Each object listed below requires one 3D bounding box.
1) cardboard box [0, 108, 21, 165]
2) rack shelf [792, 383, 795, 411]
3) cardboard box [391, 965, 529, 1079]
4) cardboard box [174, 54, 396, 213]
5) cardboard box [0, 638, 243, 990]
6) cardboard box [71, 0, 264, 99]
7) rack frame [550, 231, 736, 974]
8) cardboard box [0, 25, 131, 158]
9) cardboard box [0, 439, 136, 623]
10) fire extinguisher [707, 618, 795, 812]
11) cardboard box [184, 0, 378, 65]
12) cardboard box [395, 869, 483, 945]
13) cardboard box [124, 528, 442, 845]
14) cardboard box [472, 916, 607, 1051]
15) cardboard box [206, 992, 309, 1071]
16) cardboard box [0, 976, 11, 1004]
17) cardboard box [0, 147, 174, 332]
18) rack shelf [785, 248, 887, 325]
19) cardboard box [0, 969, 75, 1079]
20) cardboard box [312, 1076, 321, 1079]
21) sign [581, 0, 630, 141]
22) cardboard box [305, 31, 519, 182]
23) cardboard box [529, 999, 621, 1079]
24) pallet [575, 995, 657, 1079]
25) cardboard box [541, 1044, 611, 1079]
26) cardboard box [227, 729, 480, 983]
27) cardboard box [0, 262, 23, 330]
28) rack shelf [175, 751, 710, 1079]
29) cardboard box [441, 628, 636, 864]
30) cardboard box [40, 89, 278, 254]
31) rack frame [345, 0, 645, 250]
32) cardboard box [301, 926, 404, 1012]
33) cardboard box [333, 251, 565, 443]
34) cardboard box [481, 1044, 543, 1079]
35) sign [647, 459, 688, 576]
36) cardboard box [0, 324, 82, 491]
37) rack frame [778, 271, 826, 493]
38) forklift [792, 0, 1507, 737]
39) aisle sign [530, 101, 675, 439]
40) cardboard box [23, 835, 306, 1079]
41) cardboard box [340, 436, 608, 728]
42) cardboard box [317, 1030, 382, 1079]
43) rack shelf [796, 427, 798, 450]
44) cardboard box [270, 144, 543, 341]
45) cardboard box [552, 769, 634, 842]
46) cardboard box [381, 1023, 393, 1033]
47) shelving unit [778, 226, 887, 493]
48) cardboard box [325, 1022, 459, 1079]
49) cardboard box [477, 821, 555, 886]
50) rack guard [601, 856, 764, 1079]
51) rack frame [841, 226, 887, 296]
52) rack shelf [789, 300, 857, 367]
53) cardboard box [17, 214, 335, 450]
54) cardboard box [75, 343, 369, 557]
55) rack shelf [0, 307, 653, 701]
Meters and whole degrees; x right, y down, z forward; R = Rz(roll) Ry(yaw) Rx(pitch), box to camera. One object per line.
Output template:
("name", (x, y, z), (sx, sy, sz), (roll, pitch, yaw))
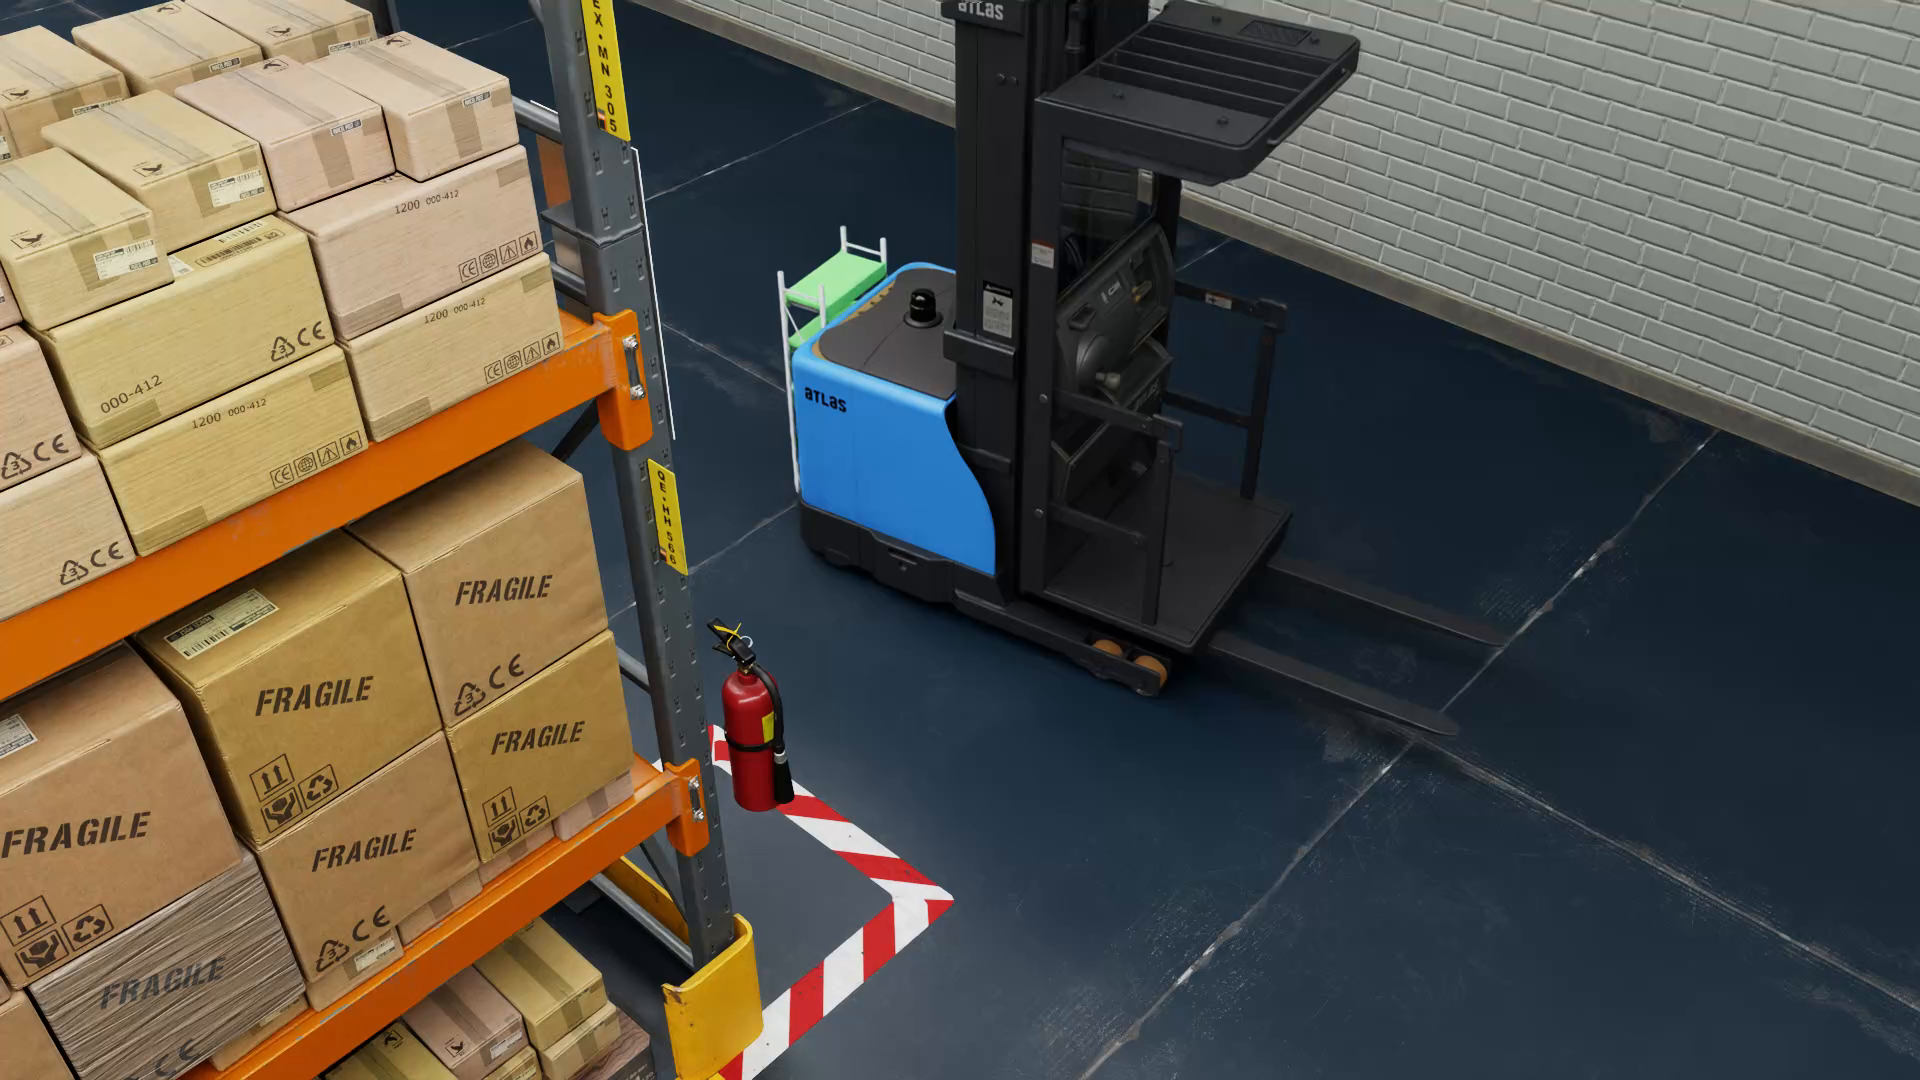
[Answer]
("cardboard box", (-2.111, -0.819, 3.358), (0.380, 0.149, 0.250), (30, 48, 32))
("rack shelf", (-0.565, -0.751, 7.832), (0.258, 0.148, 0.480), (20, 43, 24))
("cardboard box", (-1.520, 1.439, 5.005), (0.380, 0.149, 0.250), (31, 48, 33))
("cardboard box", (-1.368, -0.830, 3.372), (0.380, 0.149, 0.250), (30, 48, 32))
("cardboard box", (-1.949, 0.523, 3.559), (0.500, 0.500, 0.500), (-32, 48, -33))
("cardboard box", (-1.710, -1.024, 3.617), (0.380, 0.149, 0.250), (32, 48, 33))
("rack frame", (-1.138, 0.280, 4.988), (1.000, 3.000, 0.127), (30, 47, 32))
("cardboard box", (-1.947, -0.930, 3.498), (0.380, 0.149, 0.250), (30, 47, 32))
("cardboard box", (-1.933, -0.056, 3.120), (0.500, 0.250, 0.500), (32, 48, 34))
("fire extinguisher", (-0.627, 0.534, 5.030), (0.296, 0.674, 0.183), (30, 47, 32))
("cardboard box", (-1.525, -1.134, 3.754), (0.380, 0.149, 0.250), (29, 47, 32))
("cardboard box", (-1.503, 0.867, 4.452), (0.380, 0.149, 0.250), (29, 47, 31))
("cardboard box", (-1.605, 0.280, 3.865), (0.500, 0.500, 0.500), (28, 46, 31))
("cardboard box", (-1.308, 1.348, 5.120), (0.380, 0.149, 0.250), (30, 47, 32))
("cardboard box", (-1.857, 1.102, 4.155), (0.380, 0.149, 0.250), (27, 46, 30))
("cardboard box", (-2.303, 0.767, 3.252), (0.500, 0.500, 0.500), (28, 46, 31))
("cardboard box", (-1.655, -0.554, 3.025), (0.380, 0.149, 0.250), (30, 48, 32))
("rack shelf", (-0.568, -1.128, 7.534), (0.258, 0.148, 0.480), (20, 43, 24))
("cardboard box", (-2.281, 1.135, 3.593), (0.500, 0.500, 0.500), (-32, 48, -33))
("cardboard box", (-1.822, 1.704, 4.672), (0.380, 0.149, 0.250), (28, 46, 30))
("sign", (-0.742, -0.998, 3.474), (0.100, 0.325, 0.005), (30, 47, 32))
("cardboard box", (-1.145, -0.911, 3.474), (0.380, 0.149, 0.250), (29, 47, 32))
("cardboard box", (-1.283, 1.477, 5.196), (0.380, 0.149, 0.250), (28, 46, 31))
("pallet", (-1.763, 1.765, 5.361), (1.003, 0.211, 1.213), (30, 47, 32))
("cardboard box", (-1.339, 1.561, 5.330), (0.380, 0.149, 0.250), (30, 48, 33))
("cardboard box", (-1.602, 0.673, 4.174), (0.500, 0.500, 0.500), (29, 47, 31))
("cardboard box", (-1.870, -0.463, 2.910), (0.380, 0.149, 0.250), (29, 47, 31))
("rack shelf", (-2.487, 1.480, 4.056), (1.077, 0.370, 4.000), (30, 47, 32))
("cardboard box", (-1.251, 0.439, 4.469), (0.500, 0.500, 0.500), (31, 48, 33))
("cardboard box", (-1.556, -0.721, 3.235), (0.380, 0.149, 0.250), (28, 46, 31))
("rack frame", (-1.138, -2.068, 3.121), (1.000, 3.000, 0.127), (30, 47, 32))
("cardboard box", (-1.658, 0.994, 4.292), (0.380, 0.149, 0.250), (31, 48, 33))
("cardboard box", (-1.249, -0.515, 3.699), (0.500, 0.250, 0.500), (29, 47, 31))
("cardboard box", (-1.499, 1.575, 5.074), (0.380, 0.149, 0.250), (28, 47, 31))
("sign", (-0.742, -0.055, 4.225), (0.100, 0.325, 0.005), (30, 47, 32))
("cardboard box", (-1.952, -0.243, 2.954), (0.500, 0.250, 0.500), (30, 48, 32))
("rack frame", (-0.692, -0.671, 7.629), (0.240, 1.200, 0.015), (20, 43, 24))
("forklift", (0.796, -0.878, 6.499), (3.031, 2.935, 1.130), (21, 43, 24))
("aisle sign", (-0.867, -0.645, 4.063), (0.394, 0.787, 0.004), (30, 47, 32))
("cardboard box", (-1.937, 0.910, 3.876), (0.500, 0.500, 0.500), (30, 47, 32))
("cardboard box", (-1.263, 0.048, 4.157), (0.500, 0.500, 0.500), (29, 47, 31))
("cardboard box", (-2.007, 1.500, 5.168), (0.380, 0.149, 0.250), (30, 47, 32))
("rack shelf", (-0.564, -0.563, 7.981), (0.258, 0.148, 0.480), (20, 43, 24))
("cardboard box", (-1.261, -0.713, 3.545), (0.500, 0.250, 0.500), (28, 46, 31))
("cardboard box", (-1.149, 0.647, 4.729), (0.380, 0.149, 0.250), (30, 47, 32))
("cardboard box", (-1.844, 1.492, 5.416), (0.380, 0.149, 0.250), (29, 47, 32))
("shelving unit", (-0.566, -0.801, 7.792), (0.258, 1.200, 0.503), (20, 43, 24))
("cardboard box", (-1.601, 1.612, 4.788), (0.380, 0.149, 0.250), (29, 47, 31))
("cardboard box", (-1.345, 0.745, 4.605), (0.380, 0.149, 0.250), (30, 47, 32))
("rack guard", (-1.189, 1.293, 5.722), (1.175, 0.500, 0.348), (30, 47, 32))
("rack frame", (-0.439, -0.931, 7.956), (0.240, 1.200, 0.015), (20, 43, 24))
("rack shelf", (-0.566, -0.939, 7.683), (0.258, 0.148, 0.480), (20, 43, 24))
("cardboard box", (-1.605, -0.477, 3.249), (0.500, 0.250, 0.500), (28, 46, 31))
("cardboard box", (-1.588, -0.278, 3.400), (0.500, 0.250, 0.500), (30, 47, 32))
("rack shelf", (-2.487, 0.306, 3.123), (1.077, 0.370, 4.000), (30, 47, 32))
